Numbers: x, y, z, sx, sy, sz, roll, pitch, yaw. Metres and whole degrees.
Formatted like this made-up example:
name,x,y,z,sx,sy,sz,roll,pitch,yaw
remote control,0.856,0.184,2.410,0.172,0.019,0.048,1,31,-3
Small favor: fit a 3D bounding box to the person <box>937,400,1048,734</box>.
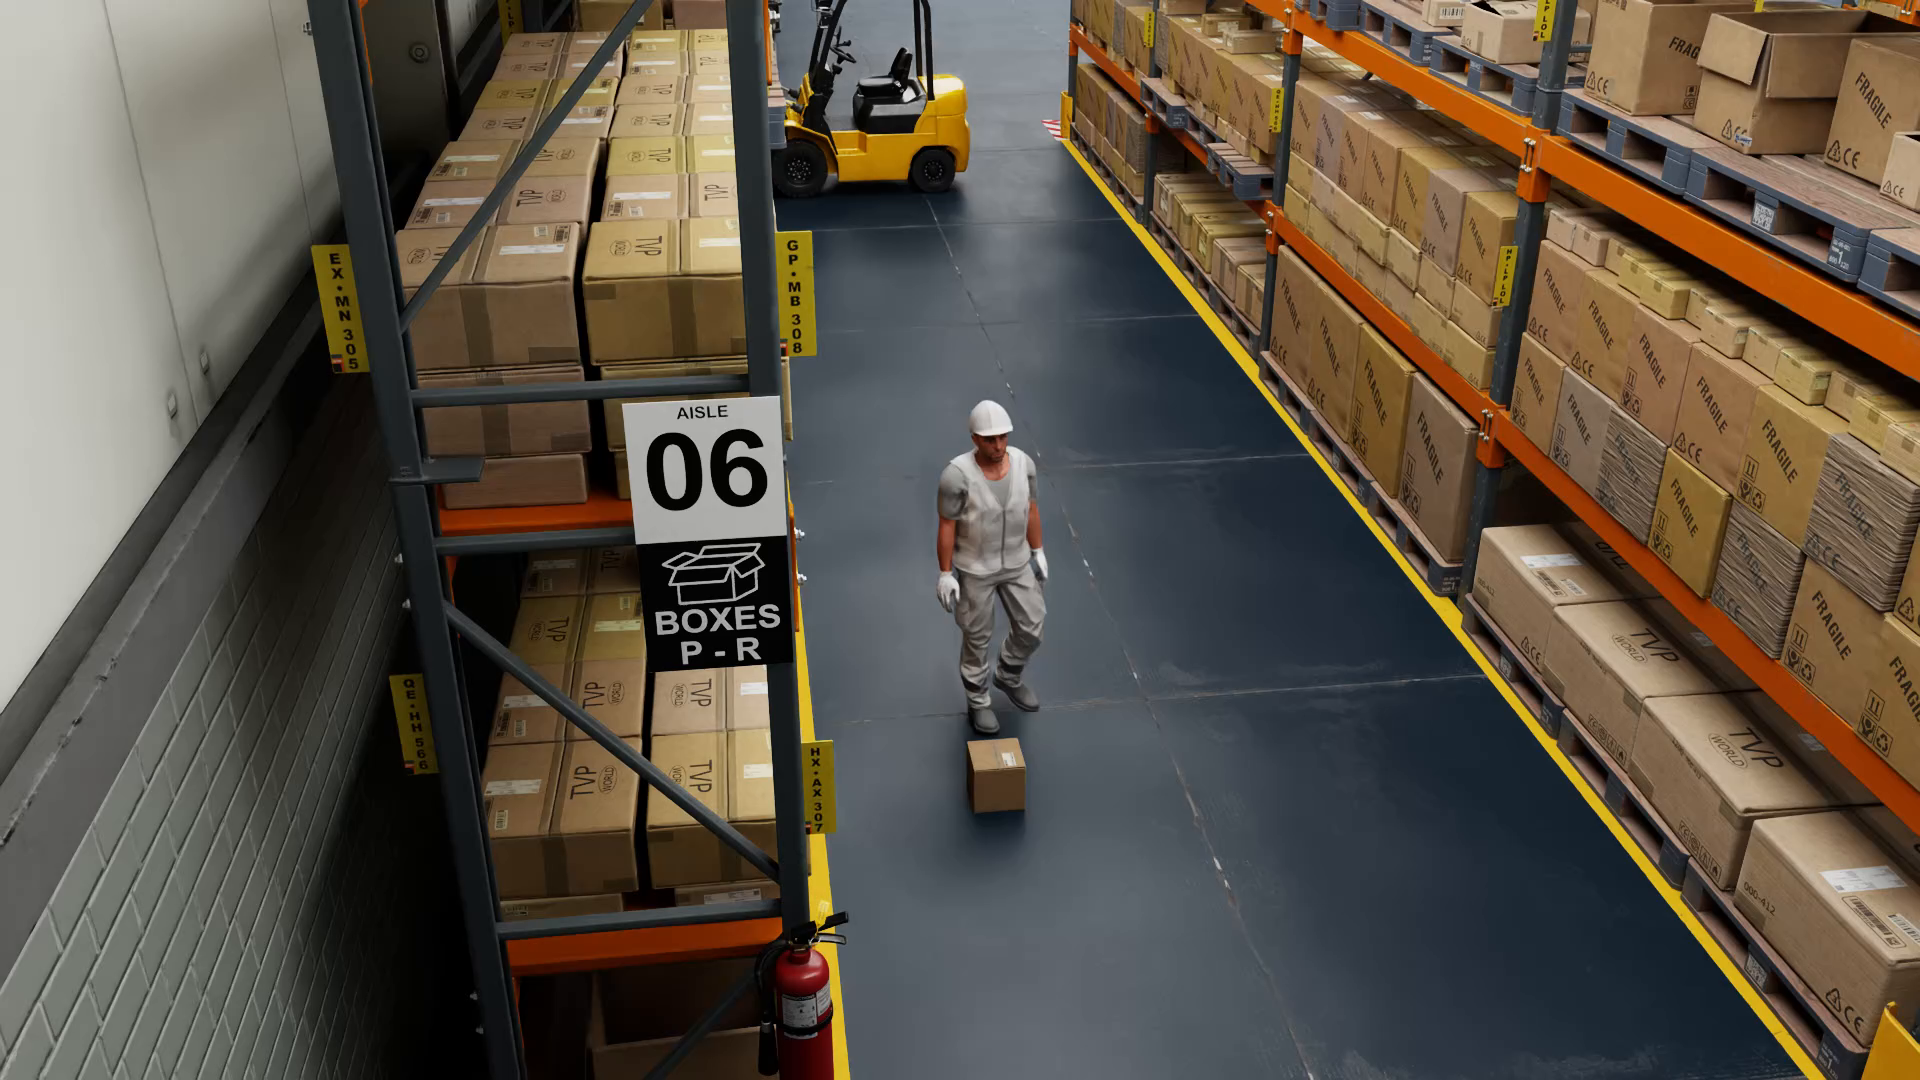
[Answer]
name,x,y,z,sx,sy,sz,roll,pitch,yaw
person,0.150,0.132,8.309,0.608,1.801,0.397,-11,29,-21
